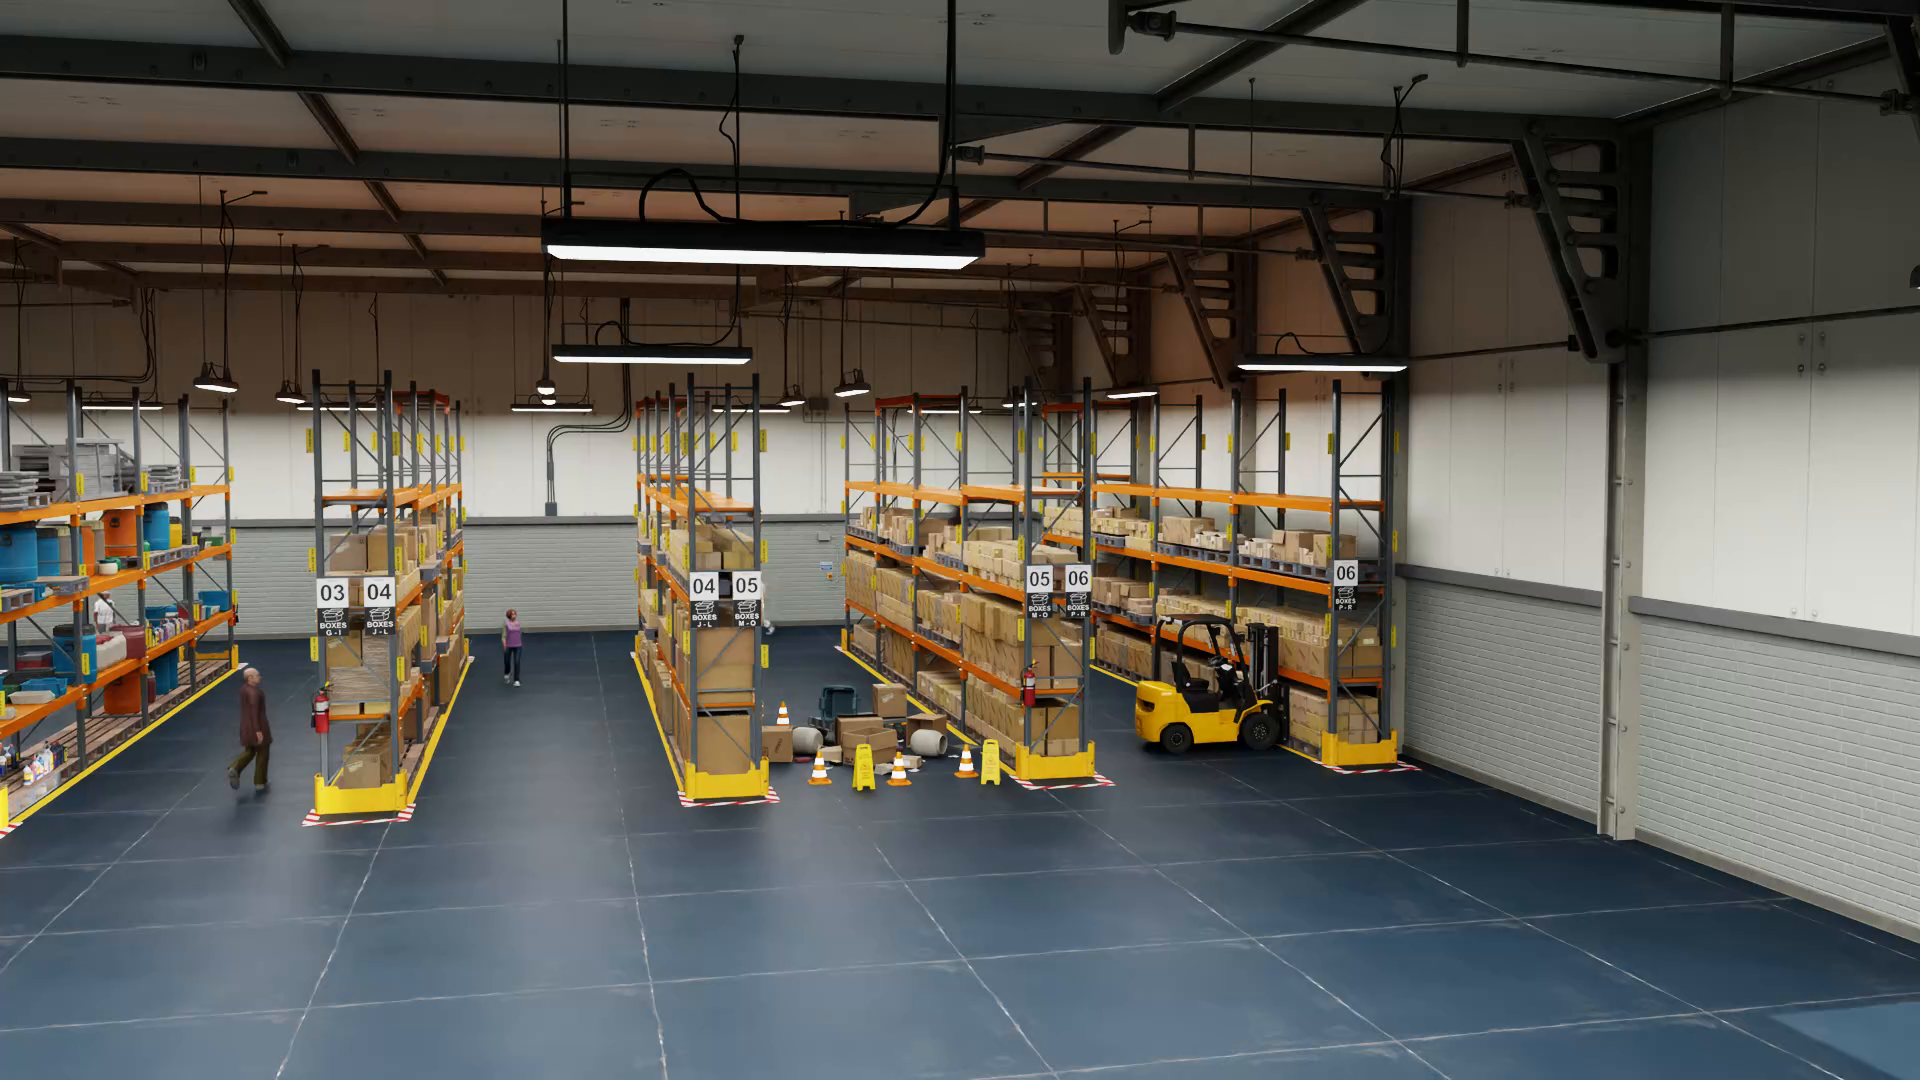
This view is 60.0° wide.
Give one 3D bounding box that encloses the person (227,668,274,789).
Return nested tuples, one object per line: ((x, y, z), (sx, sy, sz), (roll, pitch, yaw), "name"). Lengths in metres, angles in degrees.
((-10.232, 2.723, 23.951), (0.536, 1.764, 0.778), (1, 4, 21), "person")

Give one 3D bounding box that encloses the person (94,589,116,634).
((-19.867, 1.946, 38.654), (0.430, 1.642, 0.979), (-1, 3, -13), "person")

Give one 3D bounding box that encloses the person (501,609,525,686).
((-9.234, 2.214, 34.349), (0.466, 1.592, 0.479), (-1, 3, -18), "person")

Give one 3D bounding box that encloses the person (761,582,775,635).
((-5.256, 1.657, 42.836), (0.988, 1.743, 0.665), (-3, 5, -44), "person")
